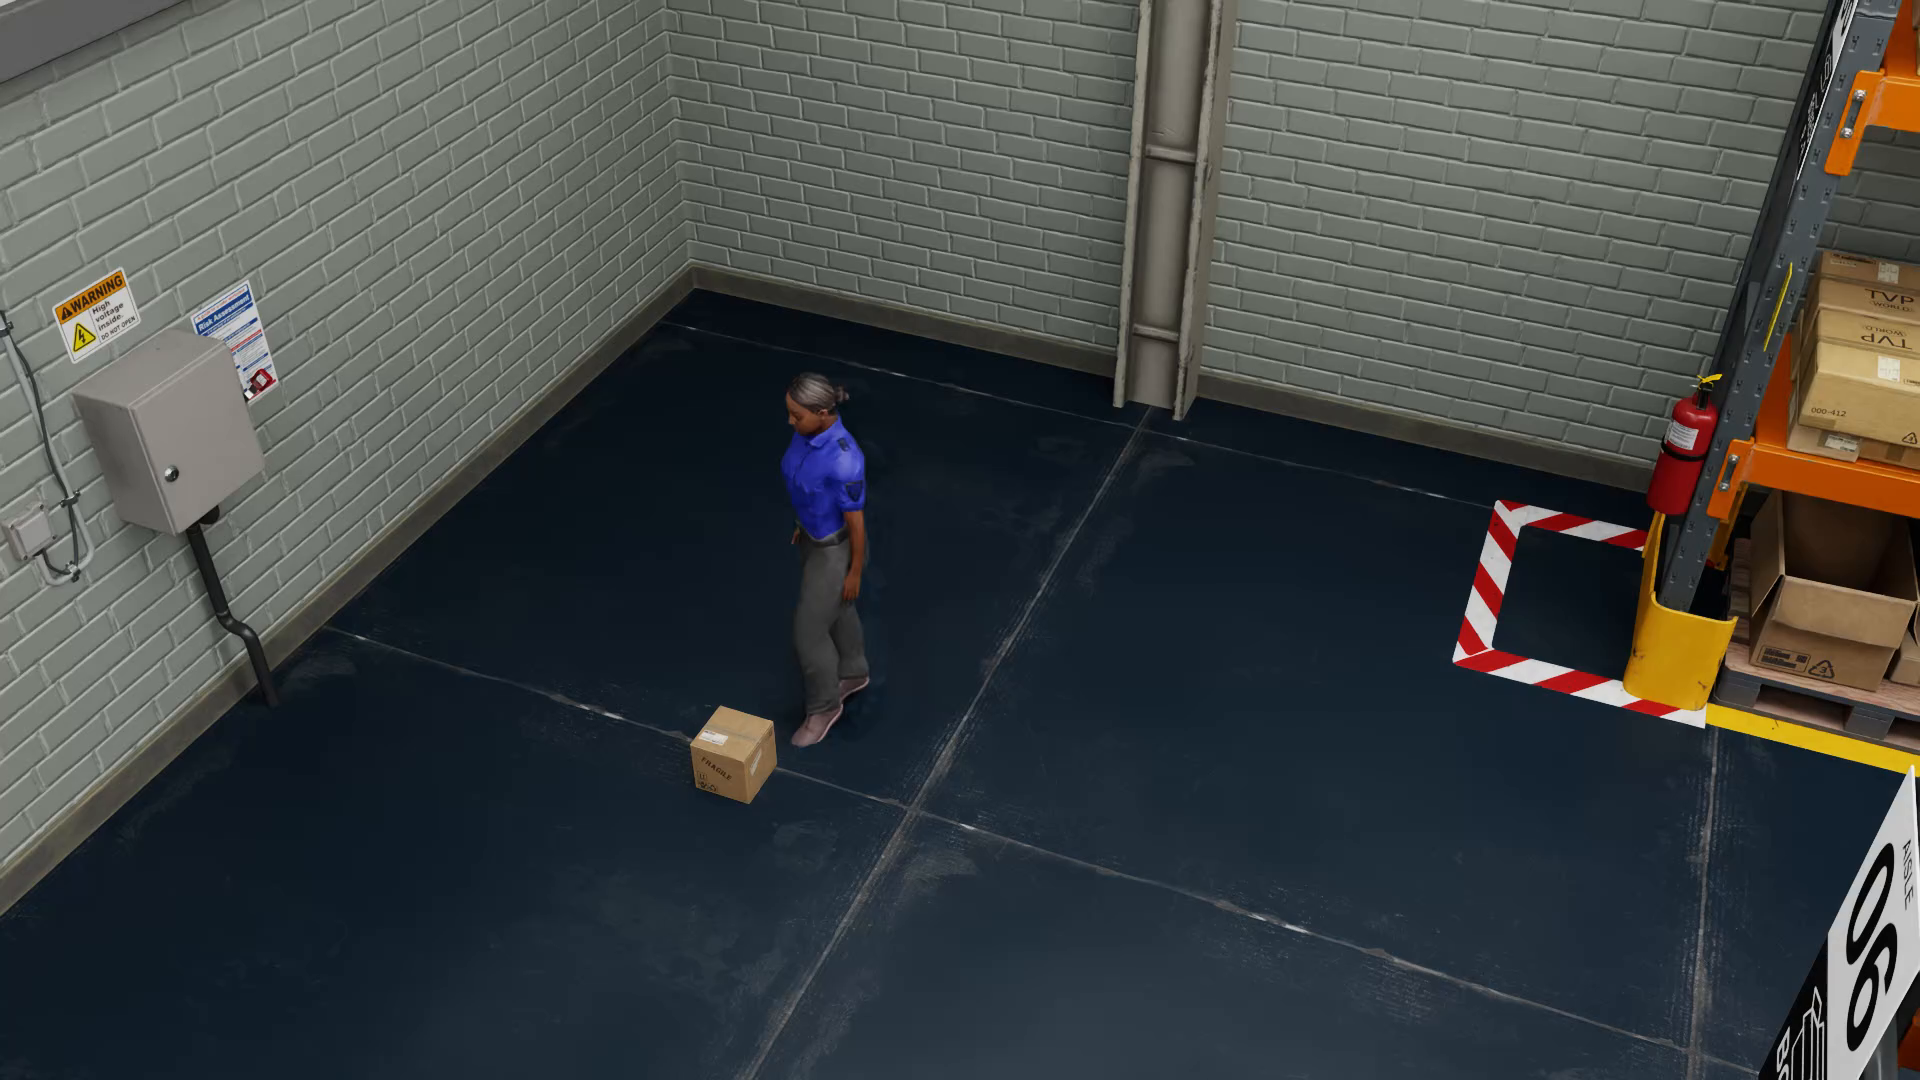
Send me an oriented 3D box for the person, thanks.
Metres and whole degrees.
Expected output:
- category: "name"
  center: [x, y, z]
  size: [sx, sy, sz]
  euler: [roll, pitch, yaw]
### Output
- category: "person"
  center: [-0.593, 0.066, 6.764]
  size: [0.436, 1.711, 0.469]
  euler: [-15, 40, -18]
